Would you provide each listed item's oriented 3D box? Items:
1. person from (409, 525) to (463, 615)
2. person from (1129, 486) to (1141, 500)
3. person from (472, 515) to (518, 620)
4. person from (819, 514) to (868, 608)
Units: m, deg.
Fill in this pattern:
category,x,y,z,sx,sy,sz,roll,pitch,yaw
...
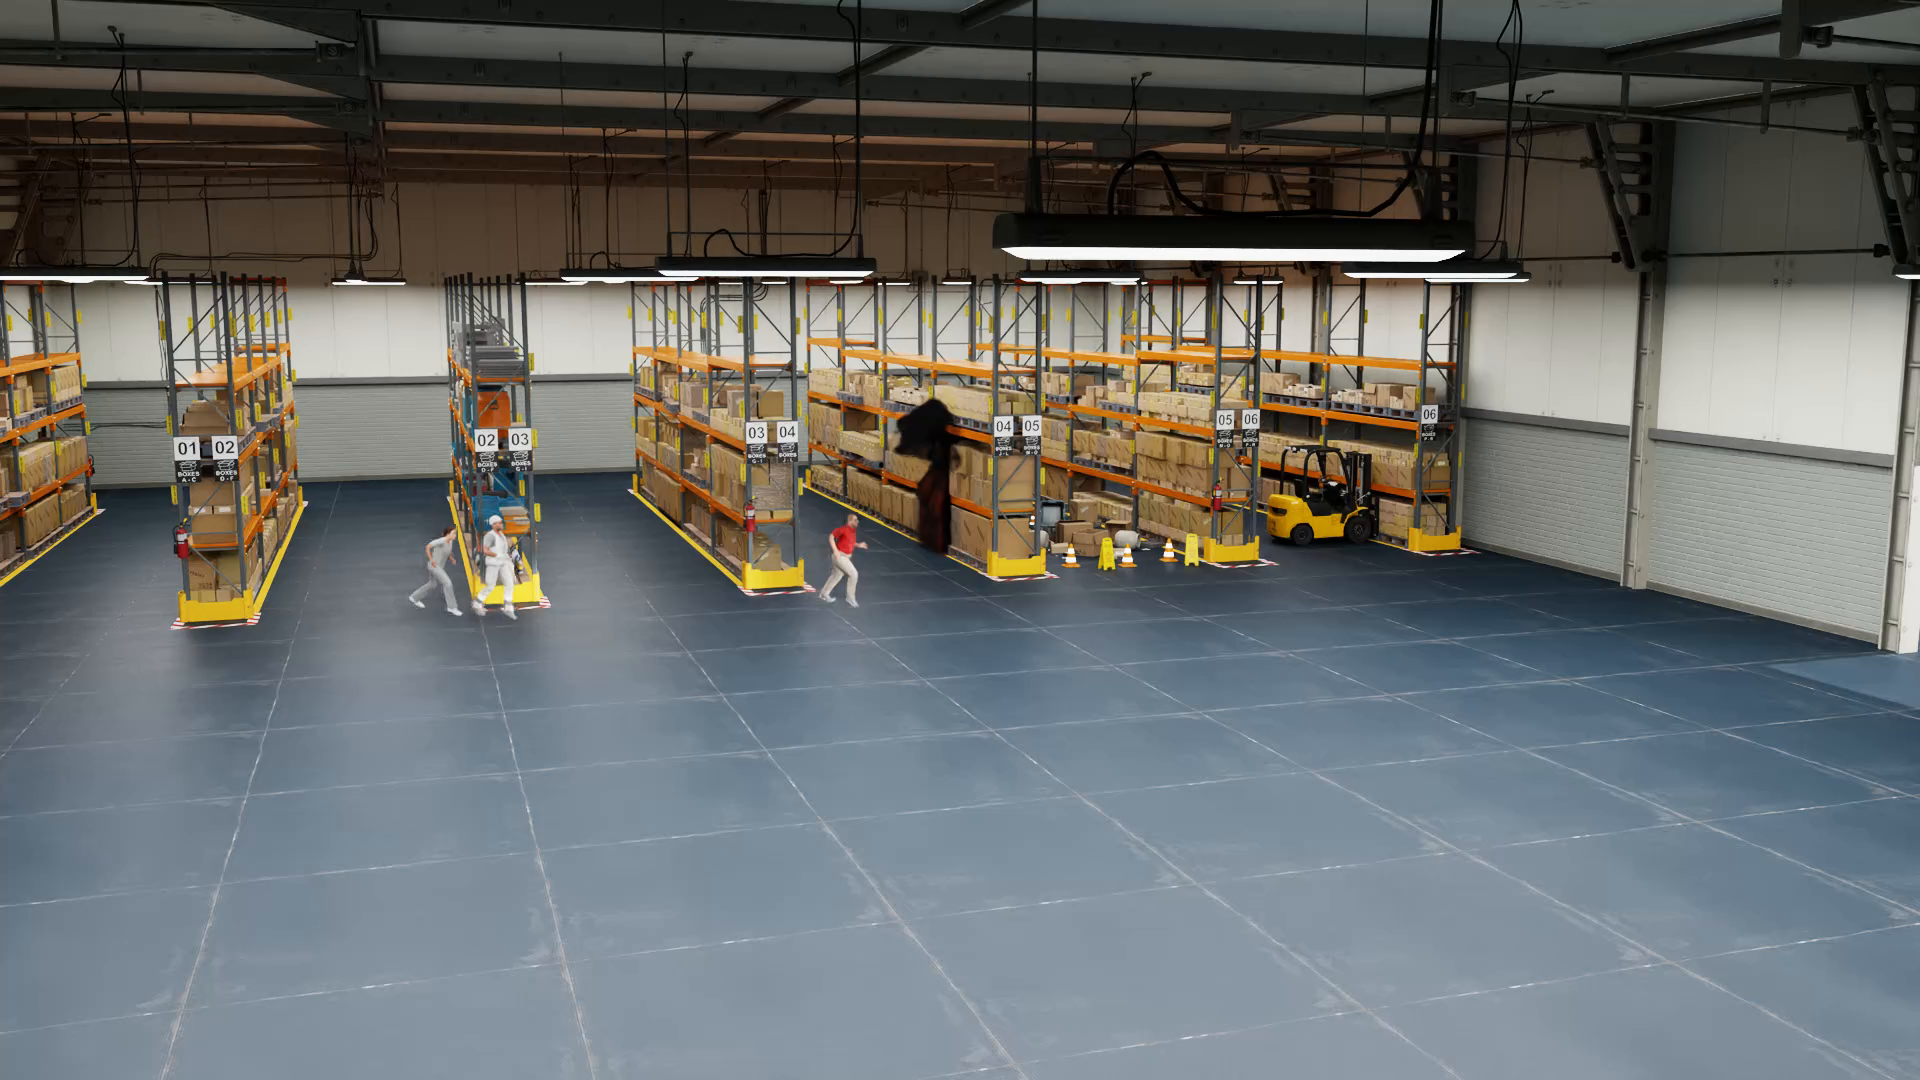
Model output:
category,x,y,z,sx,sy,sz,roll,pitch,yaw
person,-9.304,0.538,29.390,1.003,1.625,0.602,2,9,14
person,4.757,-1.769,44.310,0.627,1.662,0.553,-4,10,-26
person,-8.093,0.471,29.022,0.875,1.815,0.695,3,9,20
person,-2.158,0.381,30.160,0.932,1.736,0.677,2,9,14
